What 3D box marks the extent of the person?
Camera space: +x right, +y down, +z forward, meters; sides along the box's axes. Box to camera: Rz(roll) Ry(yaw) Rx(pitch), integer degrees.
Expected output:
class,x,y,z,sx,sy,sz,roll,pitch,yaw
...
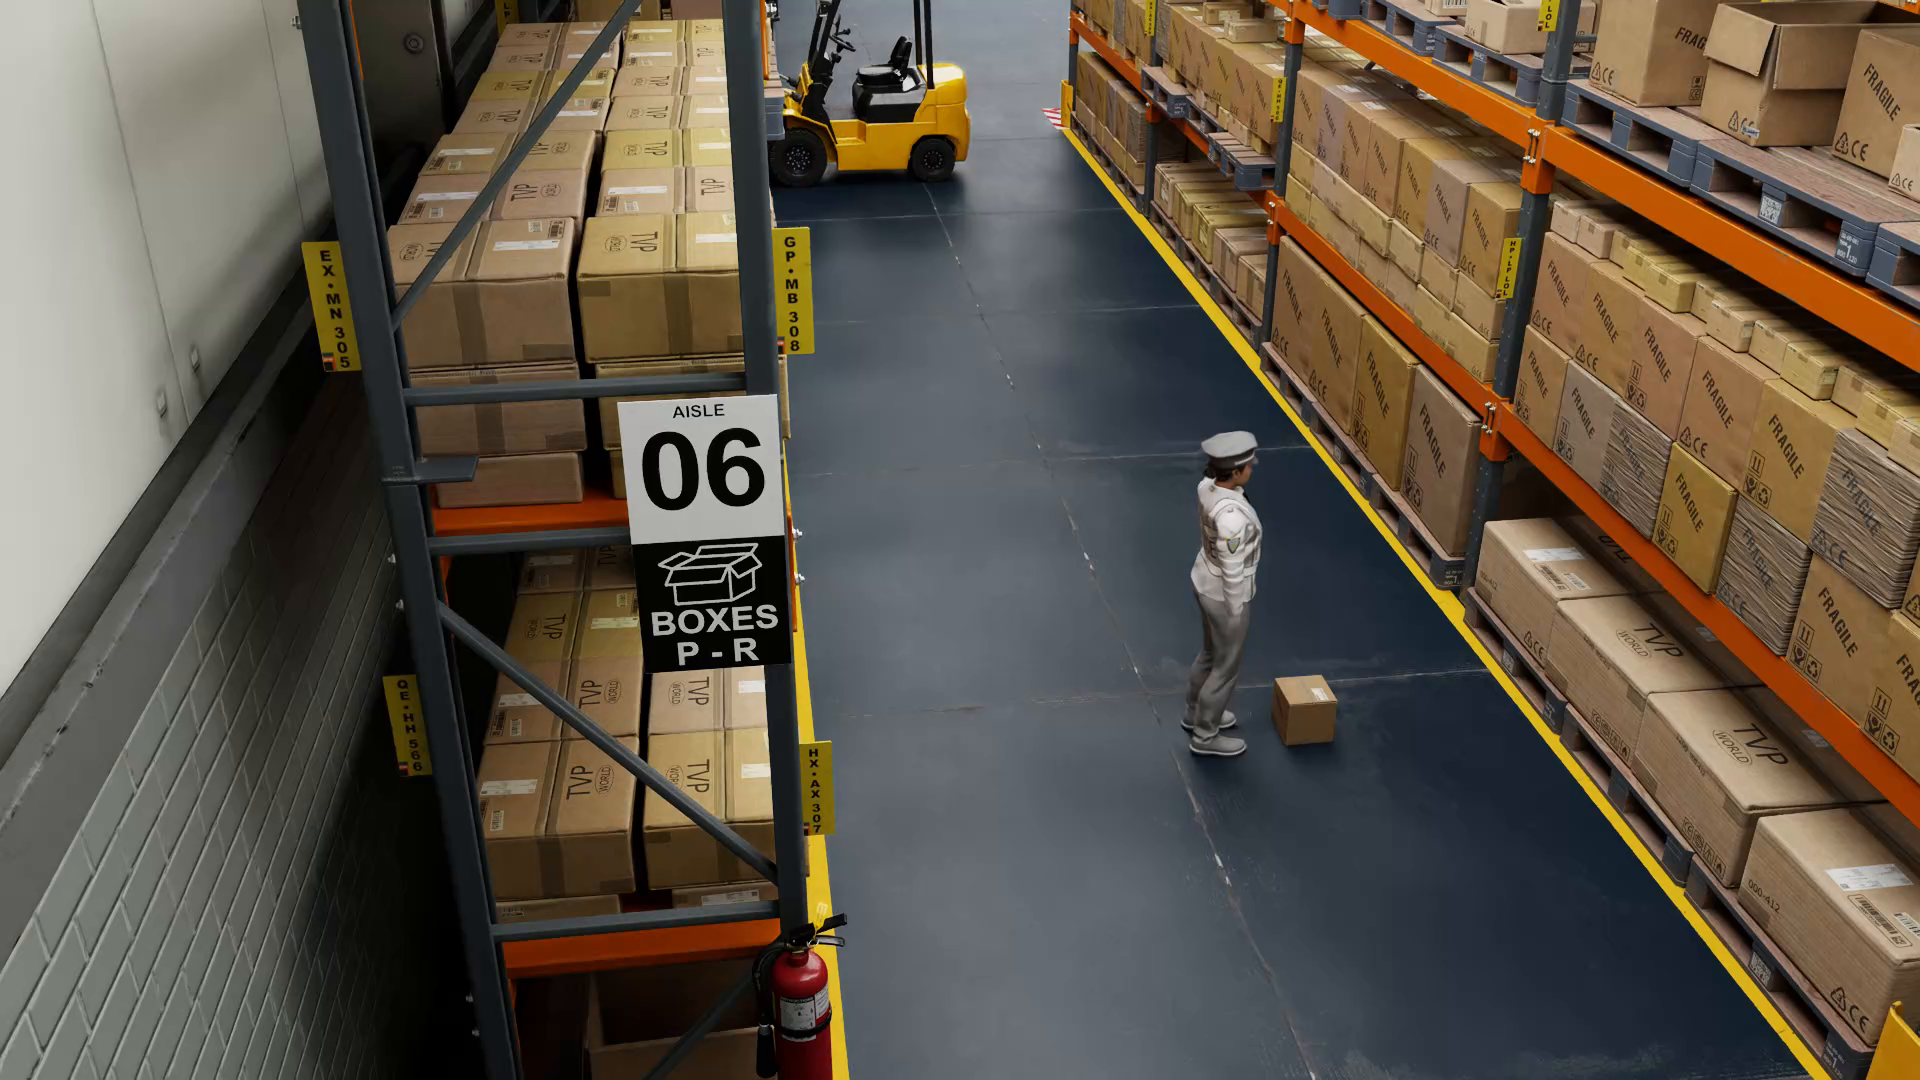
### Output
class,x,y,z,sx,sy,sz,roll,pitch,yaw
person,1.285,0.270,8.094,0.306,1.669,0.361,-3,27,-6
